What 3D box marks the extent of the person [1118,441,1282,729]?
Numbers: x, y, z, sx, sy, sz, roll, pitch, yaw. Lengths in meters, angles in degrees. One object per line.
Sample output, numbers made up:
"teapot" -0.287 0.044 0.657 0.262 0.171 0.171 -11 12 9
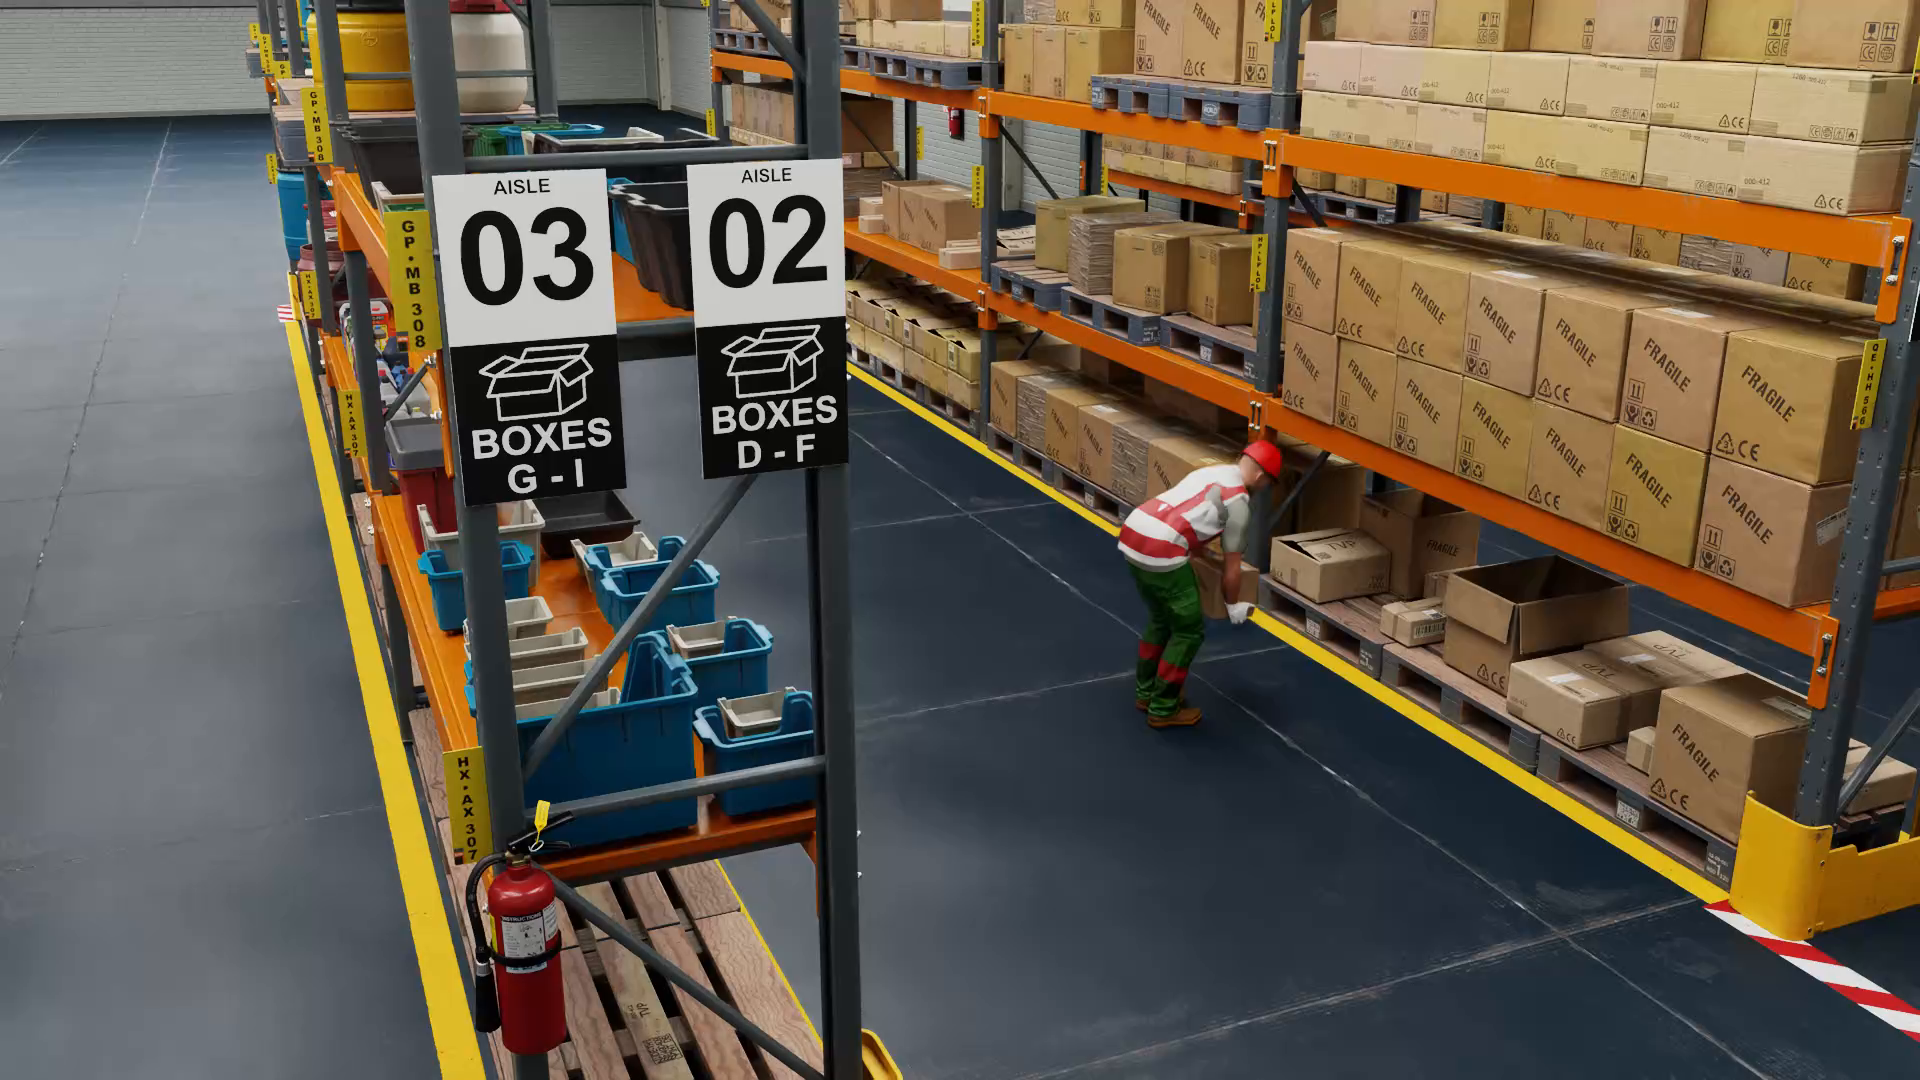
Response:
"person" 1.234 0.211 8.500 0.886 1.402 0.485 -8 20 -23
